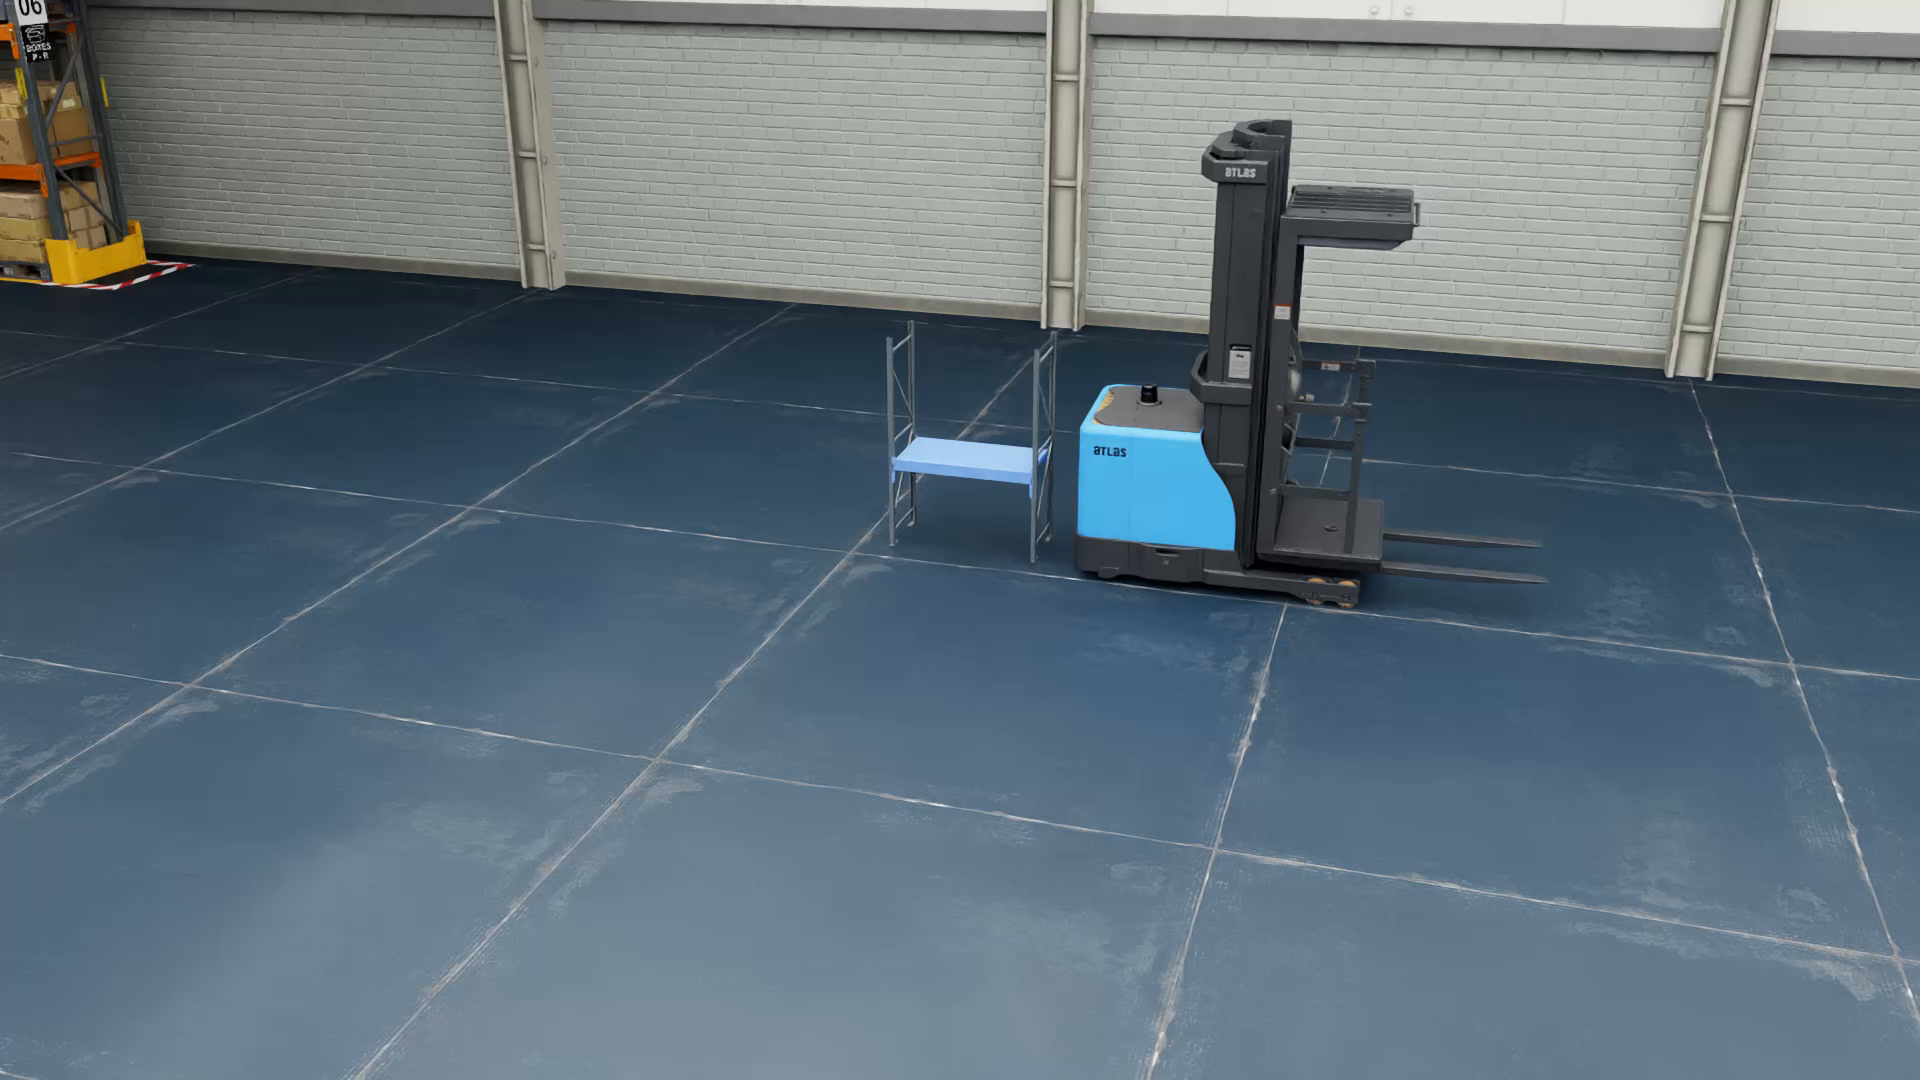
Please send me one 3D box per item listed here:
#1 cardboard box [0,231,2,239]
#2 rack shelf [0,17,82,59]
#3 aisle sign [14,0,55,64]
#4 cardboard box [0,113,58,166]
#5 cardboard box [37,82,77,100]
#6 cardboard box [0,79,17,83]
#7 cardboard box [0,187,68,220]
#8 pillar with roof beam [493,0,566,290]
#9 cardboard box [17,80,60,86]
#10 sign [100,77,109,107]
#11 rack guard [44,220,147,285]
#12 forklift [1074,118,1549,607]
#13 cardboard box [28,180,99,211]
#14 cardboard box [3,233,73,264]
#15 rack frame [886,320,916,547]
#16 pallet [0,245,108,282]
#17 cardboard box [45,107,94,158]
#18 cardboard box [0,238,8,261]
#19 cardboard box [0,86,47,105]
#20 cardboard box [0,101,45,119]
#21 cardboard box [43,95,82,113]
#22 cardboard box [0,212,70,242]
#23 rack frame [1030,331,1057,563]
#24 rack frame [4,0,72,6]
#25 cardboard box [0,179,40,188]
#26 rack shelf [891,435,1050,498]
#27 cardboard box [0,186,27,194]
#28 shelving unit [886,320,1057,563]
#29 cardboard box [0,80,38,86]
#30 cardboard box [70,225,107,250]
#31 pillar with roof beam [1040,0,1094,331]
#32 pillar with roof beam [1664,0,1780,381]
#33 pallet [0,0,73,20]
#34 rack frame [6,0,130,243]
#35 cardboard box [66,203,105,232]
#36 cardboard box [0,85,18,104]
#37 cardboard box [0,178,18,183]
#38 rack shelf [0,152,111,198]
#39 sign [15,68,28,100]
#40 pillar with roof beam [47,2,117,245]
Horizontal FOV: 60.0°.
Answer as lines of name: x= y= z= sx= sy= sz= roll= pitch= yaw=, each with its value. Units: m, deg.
cardboard box: x=-11.056 y=-3.659 z=19.148 sx=0.500 sy=0.250 sz=0.500 roll=6 pitch=23 yaw=15
rack shelf: x=-11.938 y=-5.781 z=18.905 sx=4.000 sy=0.370 sz=1.077 roll=7 pitch=23 yaw=16
aisle sign: x=-10.045 y=-5.595 z=18.033 sx=0.004 sy=0.787 sz=0.394 roll=7 pitch=23 yaw=16
cardboard box: x=-10.570 y=-4.511 z=18.684 sx=0.500 sy=0.500 sz=0.500 roll=6 pitch=23 yaw=14
cardboard box: x=-10.283 y=-5.105 z=18.884 sx=0.250 sy=0.149 sz=0.380 roll=6 pitch=23 yaw=14
cardboard box: x=-11.013 y=-5.202 z=19.121 sx=0.250 sy=0.149 sz=0.380 roll=7 pitch=23 yaw=16
cardboard box: x=-10.554 y=-3.828 z=18.903 sx=0.500 sy=0.250 sz=0.500 roll=7 pitch=23 yaw=17
pillar with roof beam: x=-5.928 y=-5.464 z=13.233 sx=0.400 sy=9.000 sz=9.100 roll=7 pitch=23 yaw=16
cardboard box: x=-10.519 y=-5.157 z=19.011 sx=0.250 sy=0.149 sz=0.380 roll=7 pitch=23 yaw=17
sign: x=-9.857 y=-5.145 z=19.114 sx=0.005 sy=0.325 sz=0.100 roll=7 pitch=23 yaw=16
rack guard: x=-10.000 y=-3.347 z=19.272 sx=0.348 sy=0.500 sz=1.175 roll=7 pitch=23 yaw=16
forklift: x=2.341 y=-1.146 z=10.701 sx=3.031 sy=2.935 sz=1.130 roll=5 pitch=23 yaw=13
cardboard box: x=-10.428 y=-4.013 z=19.352 sx=0.500 sy=0.250 sz=0.500 roll=6 pitch=23 yaw=15
cardboard box: x=-10.564 y=-3.365 z=19.092 sx=0.500 sy=0.250 sz=0.500 roll=7 pitch=23 yaw=16
rack frame: x=-0.405 y=-0.740 z=11.598 sx=0.032 sy=1.500 sz=0.500 roll=7 pitch=23 yaw=16
pallet: x=-10.767 y=-3.285 z=19.500 sx=1.213 sy=0.211 sz=1.003 roll=7 pitch=23 yaw=16
cardboard box: x=-10.417 y=-4.708 z=19.163 sx=0.500 sy=0.500 sz=0.500 roll=7 pitch=23 yaw=17
cardboard box: x=-11.037 y=-3.423 z=19.233 sx=0.500 sy=0.250 sz=0.500 roll=7 pitch=23 yaw=15
cardboard box: x=-10.427 y=-4.953 z=18.514 sx=0.250 sy=0.149 sz=0.380 roll=7 pitch=23 yaw=16
cardboard box: x=-10.436 y=-4.789 z=18.506 sx=0.250 sy=0.149 sz=0.380 roll=7 pitch=23 yaw=16
cardboard box: x=-10.273 y=-4.984 z=18.982 sx=0.250 sy=0.149 sz=0.380 roll=6 pitch=23 yaw=14
cardboard box: x=-10.579 y=-3.600 z=19.004 sx=0.500 sy=0.250 sz=0.500 roll=6 pitch=23 yaw=15
rack frame: x=0.568 y=-0.629 z=11.327 sx=0.032 sy=1.500 sz=0.500 roll=7 pitch=23 yaw=16
rack frame: x=-10.023 y=-7.282 z=17.665 sx=0.127 sy=3.000 sz=1.000 roll=7 pitch=23 yaw=16
cardboard box: x=-10.908 y=-4.066 z=19.483 sx=0.500 sy=0.250 sz=0.500 roll=7 pitch=23 yaw=16
rack shelf: x=0.082 y=-0.518 z=11.531 sx=1.000 sy=0.185 sz=0.538 roll=7 pitch=23 yaw=16
cardboard box: x=-11.044 y=-3.882 z=19.034 sx=0.500 sy=0.250 sz=0.500 roll=7 pitch=23 yaw=16
shelving unit: x=0.082 y=-0.685 z=11.463 sx=1.048 sy=1.500 sz=0.538 roll=7 pitch=23 yaw=16
cardboard box: x=-10.780 y=-5.170 z=19.042 sx=0.250 sy=0.149 sz=0.380 roll=7 pitch=23 yaw=17
cardboard box: x=-10.437 y=-3.554 z=19.550 sx=0.500 sy=0.250 sz=0.500 roll=7 pitch=23 yaw=16
pillar with roof beam: x=-0.184 y=-4.806 z=11.629 sx=0.400 sy=9.000 sz=9.100 roll=7 pitch=23 yaw=16
pillar with roof beam: x=5.560 y=-4.148 z=10.026 sx=0.400 sy=9.000 sz=9.100 roll=7 pitch=23 yaw=16
pallet: x=-10.692 y=-5.940 z=18.463 sx=1.213 sy=0.211 sz=1.003 roll=7 pitch=23 yaw=16
rack frame: x=-10.023 y=-4.506 z=18.804 sx=0.127 sy=3.000 sz=1.000 roll=7 pitch=23 yaw=16
cardboard box: x=-10.413 y=-3.787 z=19.461 sx=0.500 sy=0.250 sz=0.500 roll=7 pitch=23 yaw=16
cardboard box: x=-10.672 y=-4.969 z=18.553 sx=0.250 sy=0.149 sz=0.380 roll=7 pitch=23 yaw=16
cardboard box: x=-11.383 y=-4.125 z=19.626 sx=0.500 sy=0.250 sz=0.500 roll=6 pitch=23 yaw=15
rack shelf: x=-11.938 y=-4.393 z=19.475 sx=4.000 sy=0.370 sz=1.077 roll=7 pitch=23 yaw=16
sign: x=-10.193 y=-4.956 z=18.062 sx=0.005 sy=0.325 sz=0.100 roll=7 pitch=23 yaw=16
pillar with roof beam: x=-11.673 y=-6.122 z=14.836 sx=0.400 sy=9.000 sz=9.100 roll=7 pitch=23 yaw=16
